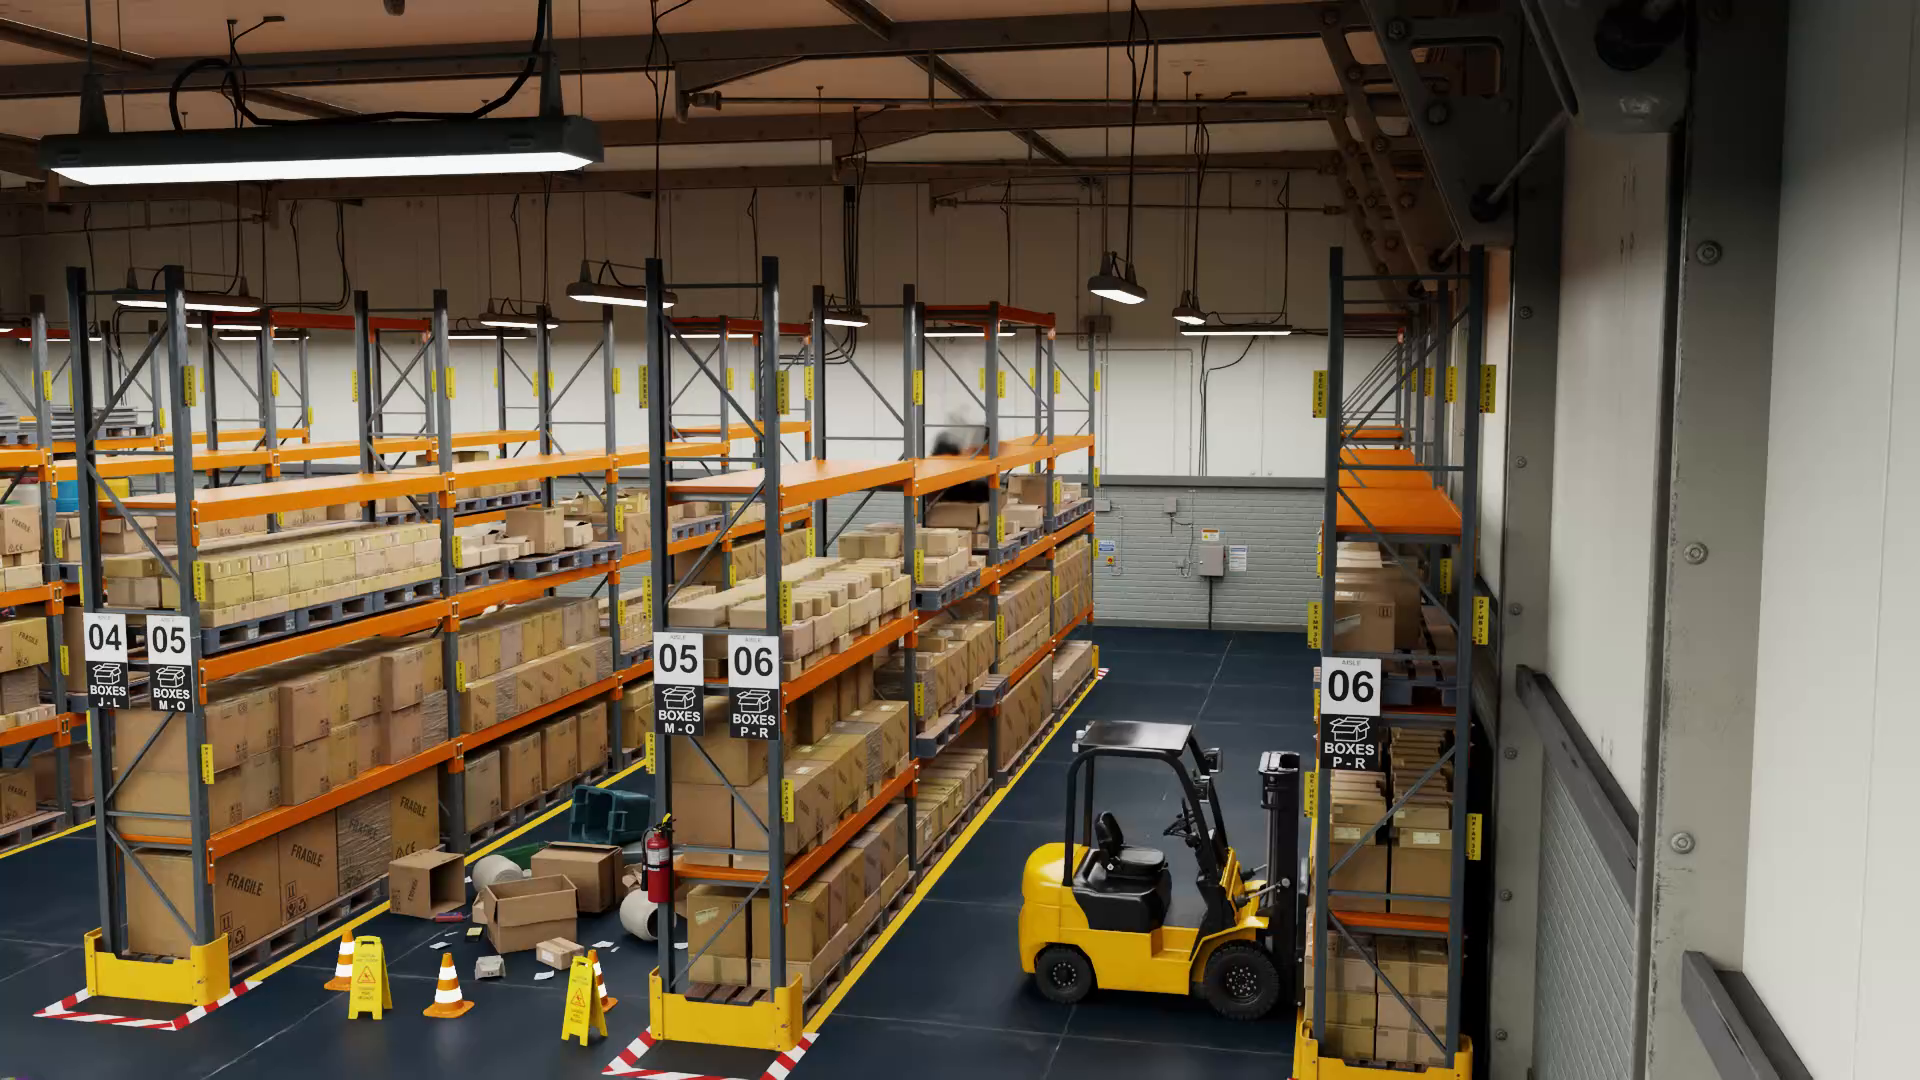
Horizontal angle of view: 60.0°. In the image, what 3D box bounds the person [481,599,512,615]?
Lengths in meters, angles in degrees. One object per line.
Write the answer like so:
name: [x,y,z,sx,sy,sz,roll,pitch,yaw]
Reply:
person: [-7.107,1.681,25.776,0.692,1.804,0.947,0,6,4]
